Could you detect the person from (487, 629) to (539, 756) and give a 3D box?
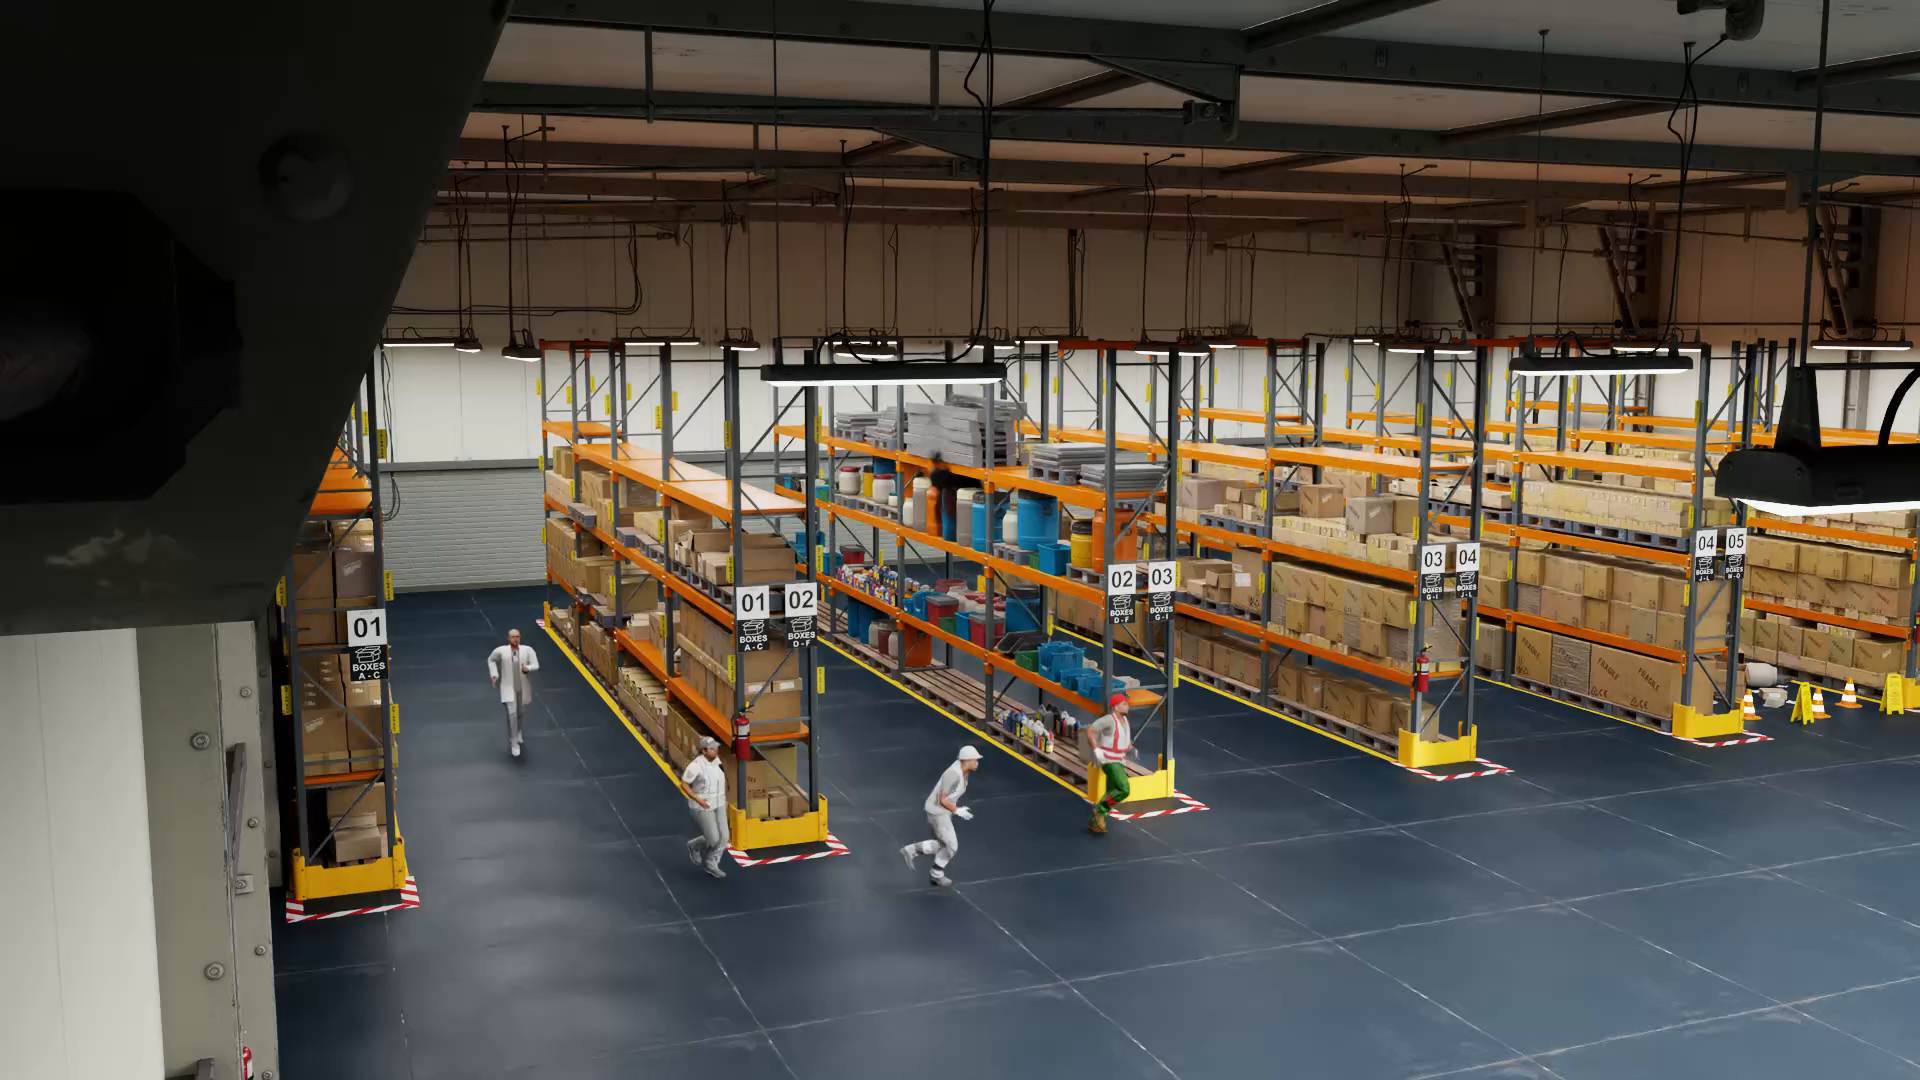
[{"bbox_3d":[-6.617,2.220,24.739,0.684,1.815,0.922,-4,8,-27],"label":"person"}]

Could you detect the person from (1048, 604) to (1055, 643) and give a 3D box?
[{"bbox_3d":[1.465,1.686,29.973,0.547,1.565,0.541,-5,9,-34],"label":"person"}]

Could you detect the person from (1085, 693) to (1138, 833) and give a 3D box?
[{"bbox_3d":[1.951,2.774,20.776,0.581,1.722,0.669,5,9,32],"label":"person"}]

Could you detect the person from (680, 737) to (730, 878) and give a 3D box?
[{"bbox_3d":[-2.908,3.064,19.123,0.532,1.640,0.638,6,10,39],"label":"person"}]

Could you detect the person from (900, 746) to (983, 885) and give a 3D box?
[{"bbox_3d":[-0.209,3.105,18.840,0.960,1.621,0.668,2,8,12],"label":"person"}]
